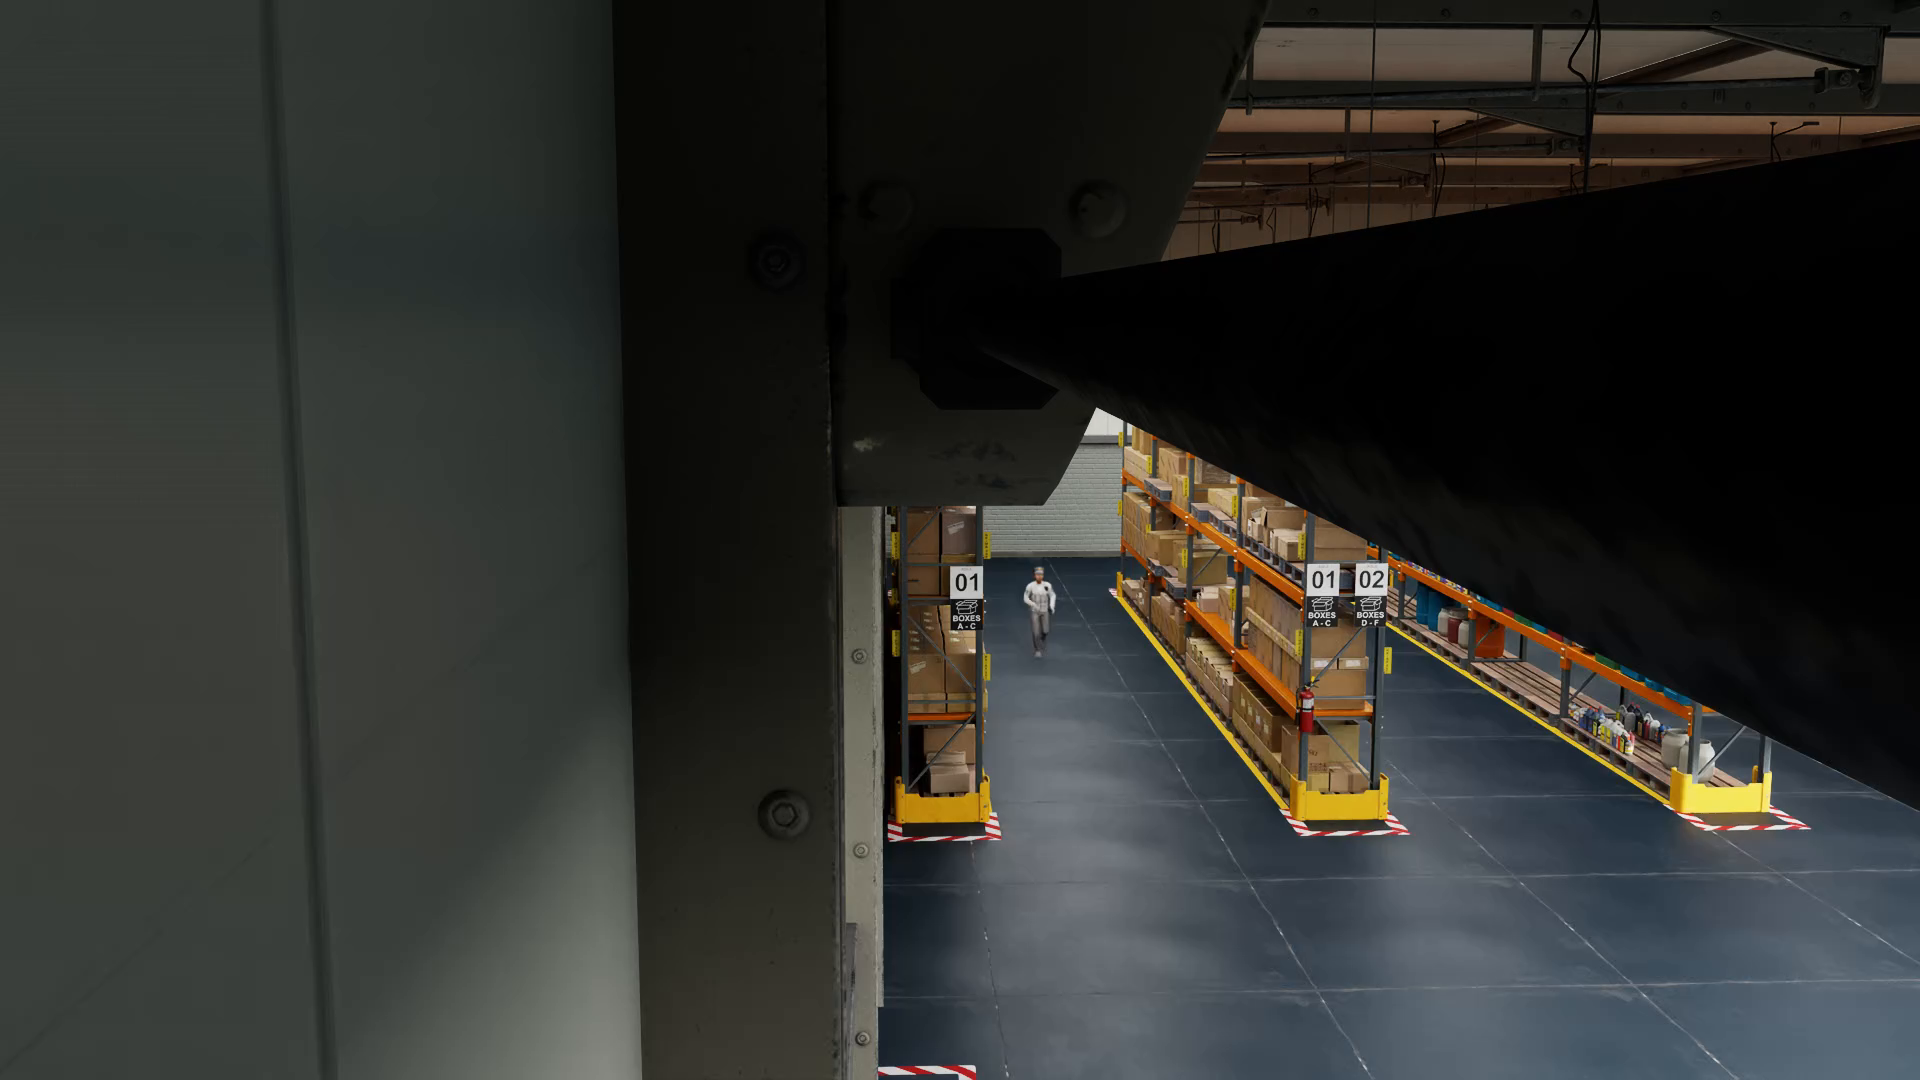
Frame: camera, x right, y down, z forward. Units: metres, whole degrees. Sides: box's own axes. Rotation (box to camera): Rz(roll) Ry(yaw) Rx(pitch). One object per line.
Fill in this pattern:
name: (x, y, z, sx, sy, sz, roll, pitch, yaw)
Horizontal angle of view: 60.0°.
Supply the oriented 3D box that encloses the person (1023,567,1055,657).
person: (1.447, 1.306, 30.001, 0.604, 1.659, 0.530, -1, 8, -4)
